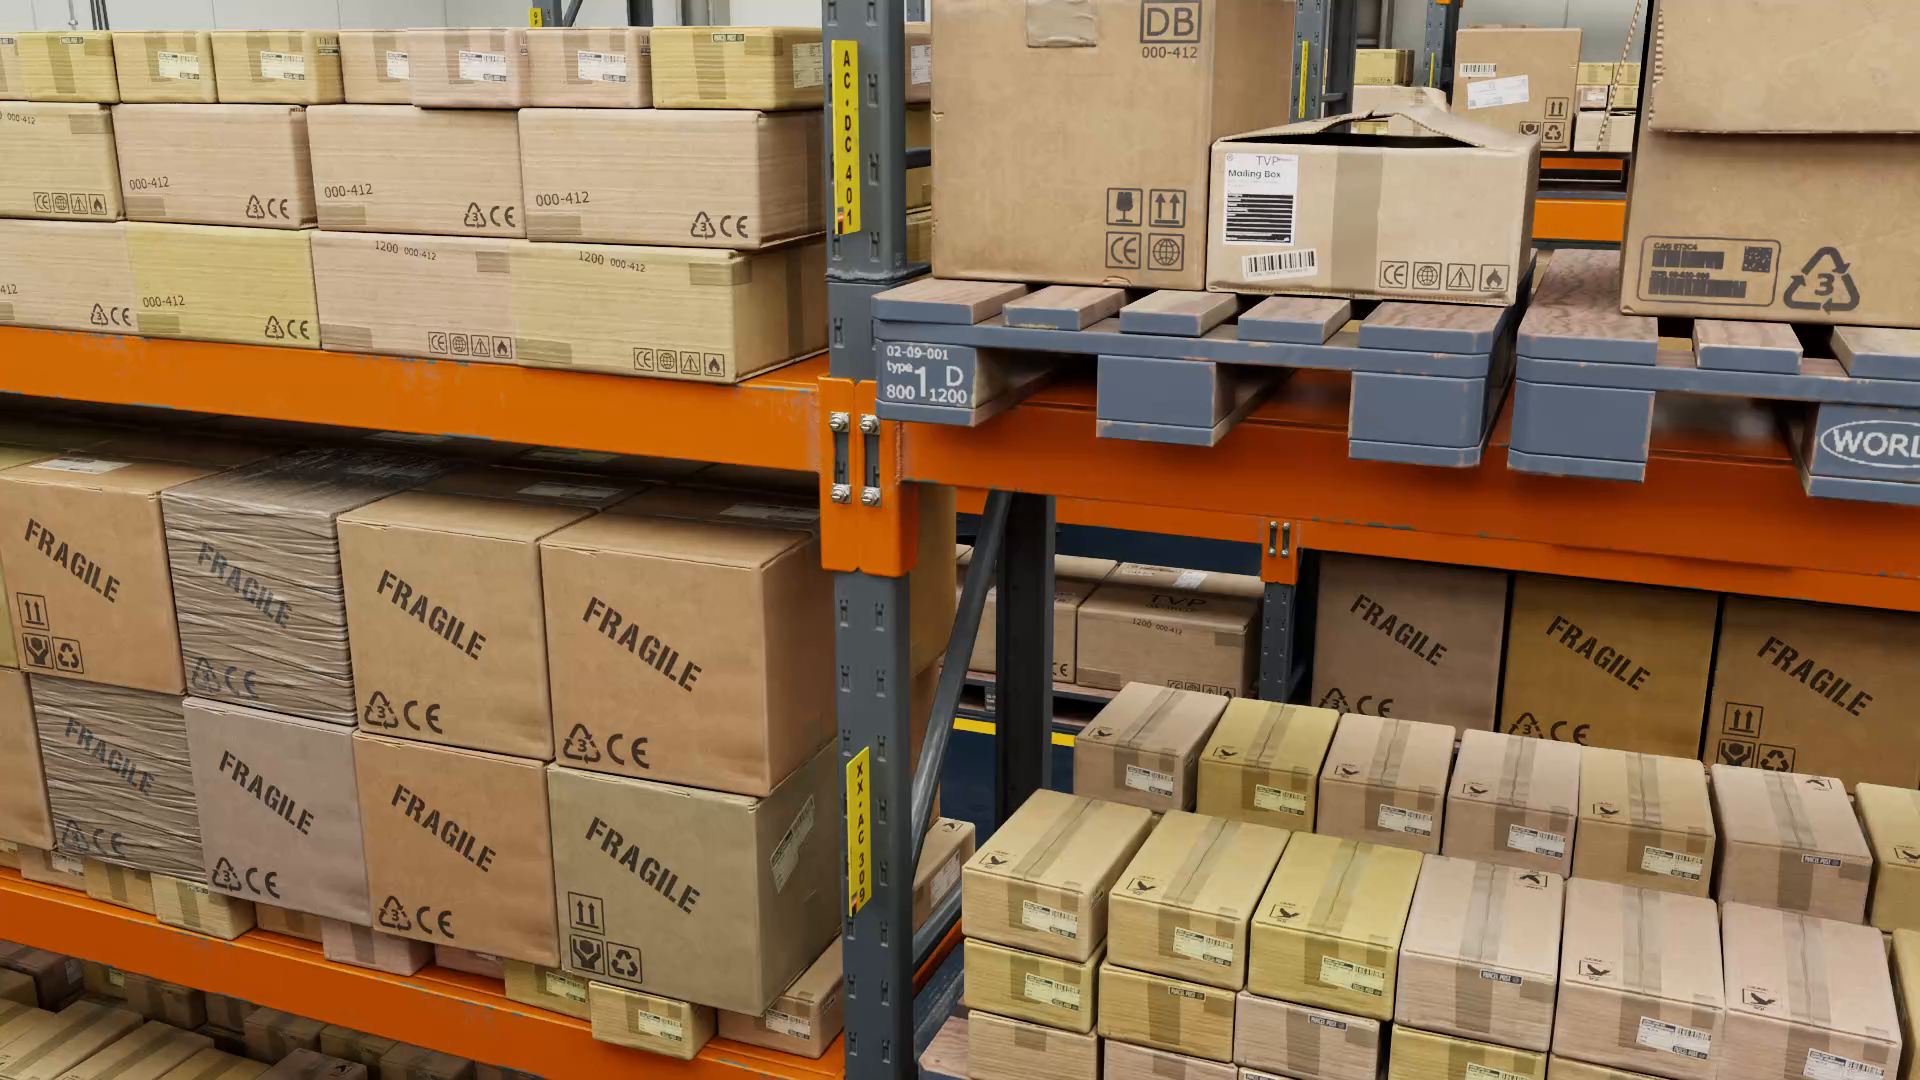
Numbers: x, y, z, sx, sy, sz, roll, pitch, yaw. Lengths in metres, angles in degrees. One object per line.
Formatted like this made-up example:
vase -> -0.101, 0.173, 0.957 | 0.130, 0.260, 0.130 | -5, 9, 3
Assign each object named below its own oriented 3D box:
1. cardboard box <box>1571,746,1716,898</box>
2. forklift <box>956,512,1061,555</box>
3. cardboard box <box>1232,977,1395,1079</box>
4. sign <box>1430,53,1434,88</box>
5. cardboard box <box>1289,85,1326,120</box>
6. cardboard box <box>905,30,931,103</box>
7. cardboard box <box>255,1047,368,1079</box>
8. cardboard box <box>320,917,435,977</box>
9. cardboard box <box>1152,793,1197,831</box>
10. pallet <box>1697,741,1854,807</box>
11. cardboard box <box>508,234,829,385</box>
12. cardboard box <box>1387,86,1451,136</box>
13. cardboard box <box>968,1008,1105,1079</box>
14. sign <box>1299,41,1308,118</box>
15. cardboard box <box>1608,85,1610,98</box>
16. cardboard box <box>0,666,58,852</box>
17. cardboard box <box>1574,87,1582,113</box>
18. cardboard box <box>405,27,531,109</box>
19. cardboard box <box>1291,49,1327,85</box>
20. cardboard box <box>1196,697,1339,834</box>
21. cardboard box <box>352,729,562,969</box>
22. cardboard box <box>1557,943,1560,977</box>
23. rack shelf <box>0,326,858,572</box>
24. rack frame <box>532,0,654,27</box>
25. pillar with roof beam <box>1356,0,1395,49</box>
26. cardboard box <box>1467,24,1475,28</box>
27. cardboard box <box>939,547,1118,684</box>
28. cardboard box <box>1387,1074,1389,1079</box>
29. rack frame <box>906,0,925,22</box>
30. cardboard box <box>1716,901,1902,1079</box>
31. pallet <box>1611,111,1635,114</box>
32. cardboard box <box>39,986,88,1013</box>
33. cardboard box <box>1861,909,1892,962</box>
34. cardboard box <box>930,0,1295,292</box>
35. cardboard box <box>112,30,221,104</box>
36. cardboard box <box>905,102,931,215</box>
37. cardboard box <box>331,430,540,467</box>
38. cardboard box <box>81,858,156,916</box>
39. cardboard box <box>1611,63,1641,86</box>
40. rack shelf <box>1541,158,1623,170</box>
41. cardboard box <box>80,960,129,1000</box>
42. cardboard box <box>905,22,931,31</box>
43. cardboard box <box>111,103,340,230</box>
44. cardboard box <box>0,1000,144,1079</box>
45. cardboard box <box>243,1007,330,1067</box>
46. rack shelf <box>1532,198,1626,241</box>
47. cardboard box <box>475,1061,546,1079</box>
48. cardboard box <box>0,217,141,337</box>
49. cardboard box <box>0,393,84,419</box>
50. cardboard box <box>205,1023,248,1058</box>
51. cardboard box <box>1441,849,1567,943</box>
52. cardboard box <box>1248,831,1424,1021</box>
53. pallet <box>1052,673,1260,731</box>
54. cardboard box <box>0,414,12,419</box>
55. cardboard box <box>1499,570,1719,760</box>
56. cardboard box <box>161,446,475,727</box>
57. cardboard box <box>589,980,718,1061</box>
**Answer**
cardboard box -> 1.402, 0.578, 3.433 | 0.250, 0.149, 0.380 | 6, 17, 19
forklift -> 0.079, -1.235, 11.171 | 1.130, 2.935, 3.031 | -2, 16, -7
cardboard box -> 0.675, 0.835, 3.080 | 0.250, 0.149, 0.380 | 7, 17, 22
sign -> 3.344, -3.282, 11.791 | 0.005, 0.325, 0.100 | 6, 17, 21
cardboard box -> 2.507, -3.281, 12.450 | 0.500, 0.250, 0.500 | 6, 17, 19
cardboard box -> -0.186, -1.045, 3.671 | 0.250, 0.149, 0.380 | 6, 17, 20
cardboard box -> -1.862, 1.592, 4.603 | 0.250, 0.149, 0.380 | 6, 17, 21
cardboard box -> -1.357, 0.906, 4.124 | 0.250, 0.149, 0.380 | 5, 17, 18
cardboard box -> 0.438, 0.613, 3.846 | 0.250, 0.149, 0.380 | 7, 18, 22
pallet -> 3.602, 1.076, 8.089 | 1.213, 0.211, 1.003 | 6, 17, 21
cardboard box -> -0.560, -0.501, 3.409 | 0.500, 0.250, 0.500 | 7, 17, 22
cardboard box -> 2.055, -1.883, 7.386 | 0.258, 0.266, 0.396 | 6, 17, 20
cardboard box -> 0.193, 0.926, 3.302 | 0.250, 0.149, 0.380 | 5, 17, 18
sign -> 1.515, -2.030, 7.335 | 0.005, 0.325, 0.100 | 6, 17, 21
cardboard box -> 4.599, -3.236, 12.079 | 0.250, 0.149, 0.380 | 6, 17, 19
cardboard box -> -2.451, 0.466, 4.474 | 0.500, 0.500, 0.500 | 7, 17, 21
cardboard box -> 2.615, -2.011, 7.746 | 0.500, 0.311, 0.500 | 6, 17, 21
cardboard box -> -0.888, -0.952, 3.351 | 0.250, 0.149, 0.380 | 6, 17, 21
cardboard box -> 2.502, -3.525, 12.394 | 0.500, 0.250, 0.500 | 6, 17, 20
cardboard box -> 0.691, 0.498, 3.708 | 0.250, 0.149, 0.380 | 6, 17, 19
cardboard box -> -1.041, 0.627, 3.922 | 0.500, 0.500, 0.500 | 6, 17, 19
cardboard box -> 1.404, 0.861, 3.526 | 0.250, 0.149, 0.380 | 5, 17, 18
rack shelf -> -1.865, -0.452, 4.262 | 4.000, 0.370, 1.077 | 6, 17, 21
rack frame -> -2.003, -3.737, 8.906 | 0.127, 3.000, 1.000 | 6, 17, 21
pillar with roof beam -> 1.639, -3.804, 9.137 | 0.400, 9.000, 9.100 | 6, 17, 21
cardboard box -> 3.845, -3.633, 12.167 | 0.258, 0.266, 0.396 | 6, 17, 20
cardboard box -> 0.340, 0.398, 9.264 | 0.875, 0.438, 0.875 | 6, 17, 19
cardboard box -> 0.917, 1.005, 3.028 | 0.250, 0.149, 0.380 | 6, 17, 21
rack frame -> -0.186, -5.025, 13.342 | 0.127, 3.000, 1.000 | 6, 17, 21
cardboard box -> 1.396, 0.772, 2.764 | 0.250, 0.149, 0.380 | 7, 18, 23
pallet -> 5.082, -2.895, 11.721 | 1.003, 0.211, 1.213 | 6, 17, 21
cardboard box -> -2.906, 1.483, 5.511 | 0.250, 0.149, 0.380 | 6, 17, 19
cardboard box -> 1.889, 0.773, 3.294 | 0.250, 0.149, 0.380 | 7, 18, 23
cardboard box -> 0.308, -0.776, 3.153 | 0.500, 0.500, 0.700 | 6, 17, 21
cardboard box -> -1.608, -1.040, 3.651 | 0.250, 0.149, 0.380 | 6, 17, 20
cardboard box -> -0.364, -0.873, 3.792 | 0.500, 0.250, 0.500 | 7, 18, 22
cardboard box -> -1.280, -0.042, 4.431 | 0.500, 0.500, 0.500 | 7, 17, 22
cardboard box -> -2.075, 0.823, 4.408 | 0.250, 0.149, 0.380 | 7, 18, 23
cardboard box -> 4.656, -3.227, 11.512 | 0.250, 0.149, 0.380 | 7, 17, 21
rack shelf -> 5.396, -2.625, 11.746 | 4.000, 0.370, 1.077 | 6, 17, 21
cardboard box -> -2.640, 1.342, 5.463 | 0.250, 0.149, 0.380 | 6, 17, 19
cardboard box -> -0.183, -2.349, 8.393 | 0.500, 0.500, 0.500 | 7, 17, 22
cardboard box -> -1.494, -0.851, 3.717 | 0.500, 0.250, 0.500 | 7, 18, 23
cardboard box -> -2.614, 1.521, 4.846 | 0.250, 0.149, 0.380 | 5, 17, 18
cardboard box -> -1.947, 1.454, 5.078 | 0.250, 0.149, 0.380 | 6, 17, 19
rack shelf -> 3.578, -1.337, 7.310 | 4.000, 0.370, 1.077 | 6, 17, 21
cardboard box -> -1.195, 1.515, 4.867 | 0.250, 0.149, 0.380 | 7, 17, 22
cardboard box -> -1.953, -0.658, 3.950 | 0.500, 0.250, 0.500 | 6, 17, 20
cardboard box -> -2.737, -0.199, 4.972 | 0.500, 0.500, 0.500 | 6, 17, 19
cardboard box -> -2.159, 1.545, 5.299 | 0.250, 0.149, 0.380 | 7, 17, 21
cardboard box -> 1.169, 0.692, 3.572 | 0.250, 0.149, 0.380 | 6, 17, 19
cardboard box -> 0.692, 0.694, 3.033 | 0.250, 0.149, 0.380 | 6, 17, 21
pallet -> 1.039, 0.794, 9.060 | 1.213, 0.211, 1.003 | 6, 17, 21
cardboard box -> -2.934, -0.068, 4.522 | 0.500, 0.500, 0.500 | 7, 18, 22
cardboard box -> 3.167, 0.505, 8.112 | 0.875, 0.875, 0.875 | 7, 18, 22
cardboard box -> -1.495, 0.091, 3.975 | 0.500, 0.500, 0.500 | 7, 18, 22
cardboard box -> -0.636, 1.001, 3.795 | 0.250, 0.149, 0.380 | 6, 17, 19
